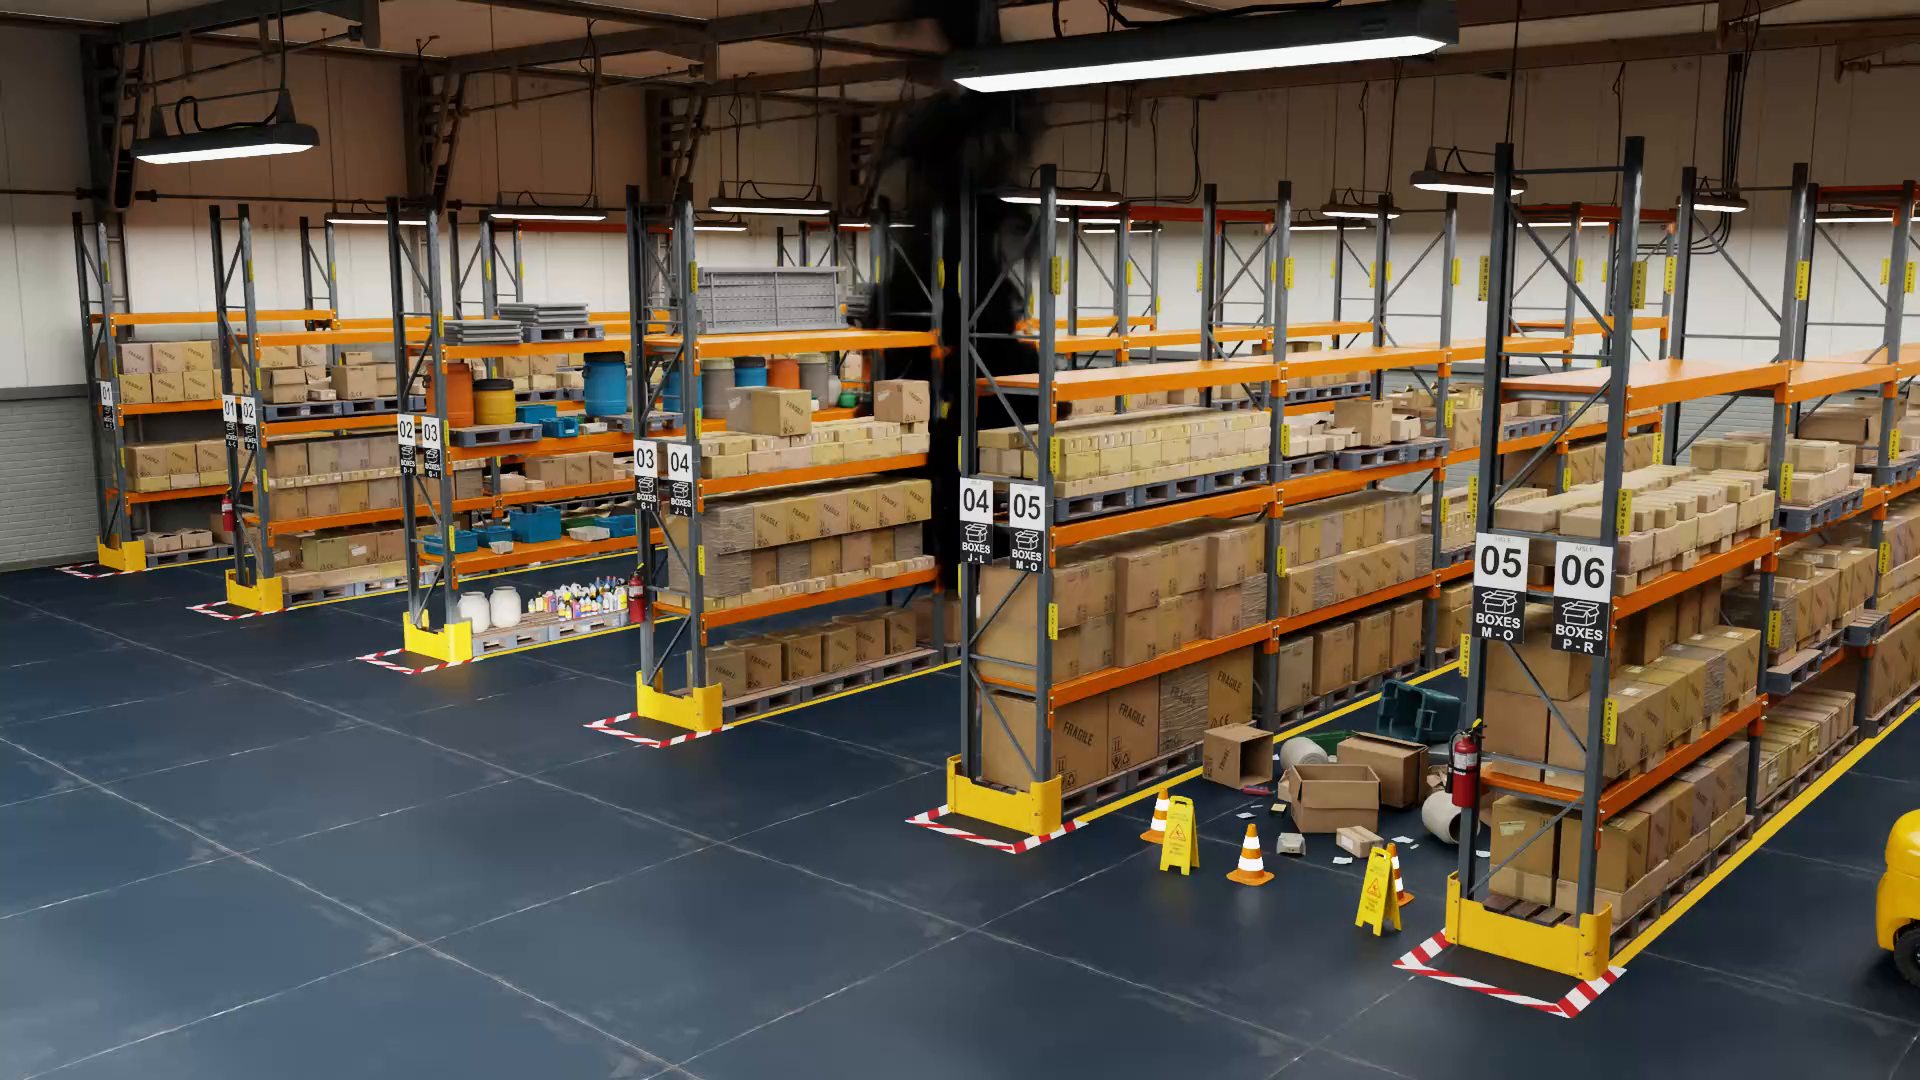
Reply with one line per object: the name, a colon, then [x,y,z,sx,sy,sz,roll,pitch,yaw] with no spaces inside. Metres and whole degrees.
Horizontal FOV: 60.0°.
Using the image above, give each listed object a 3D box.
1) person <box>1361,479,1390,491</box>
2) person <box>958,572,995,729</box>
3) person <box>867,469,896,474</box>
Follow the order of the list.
person: [6.852,-0.288,27.605,0.689,1.804,0.823,6,11,32]
person: [0.236,1.154,17.529,0.626,1.674,0.673,7,12,35]
person: [-1.585,-1.013,32.149,0.574,1.674,0.950,5,11,28]
